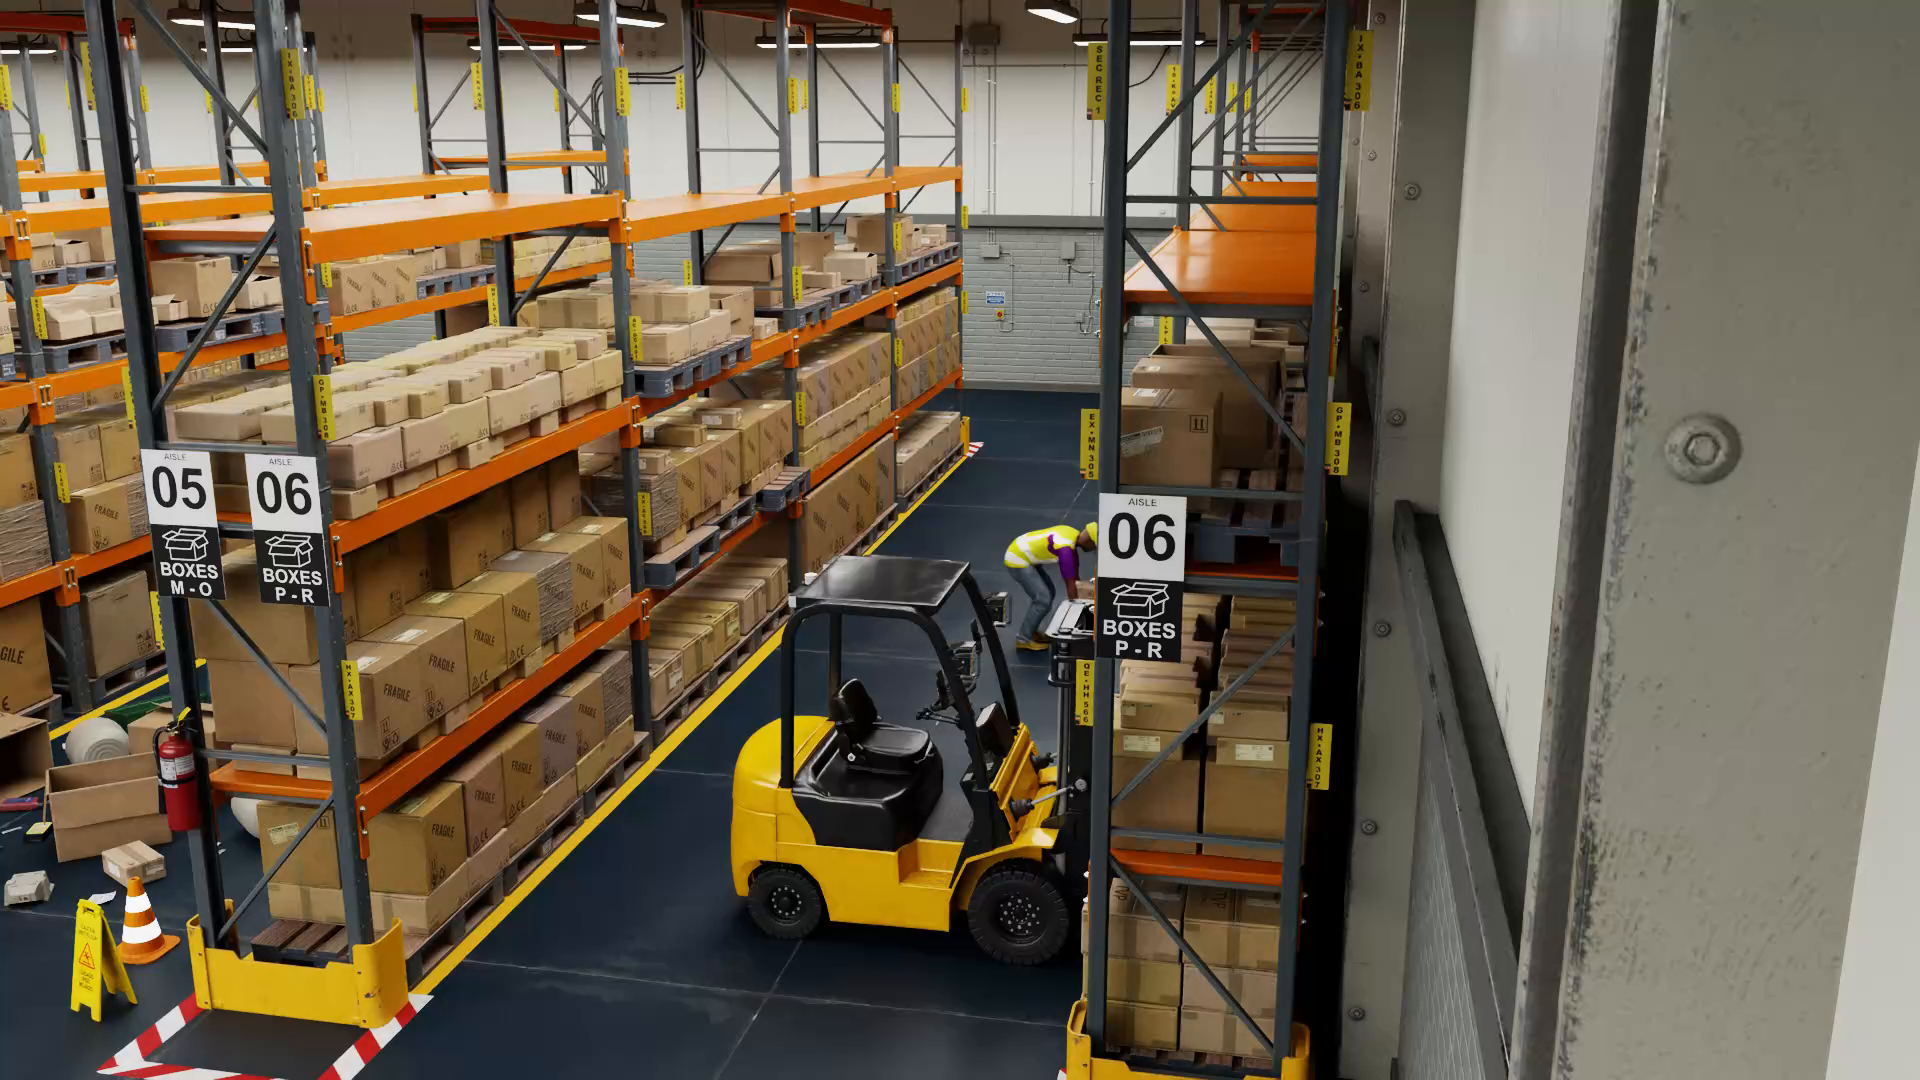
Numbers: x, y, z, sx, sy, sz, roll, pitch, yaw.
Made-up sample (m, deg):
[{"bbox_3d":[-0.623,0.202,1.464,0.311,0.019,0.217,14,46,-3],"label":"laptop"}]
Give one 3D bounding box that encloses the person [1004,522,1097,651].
[{"bbox_3d":[0.889,0.407,15.501,0.950,1.208,0.499,2,15,9],"label":"person"}]
